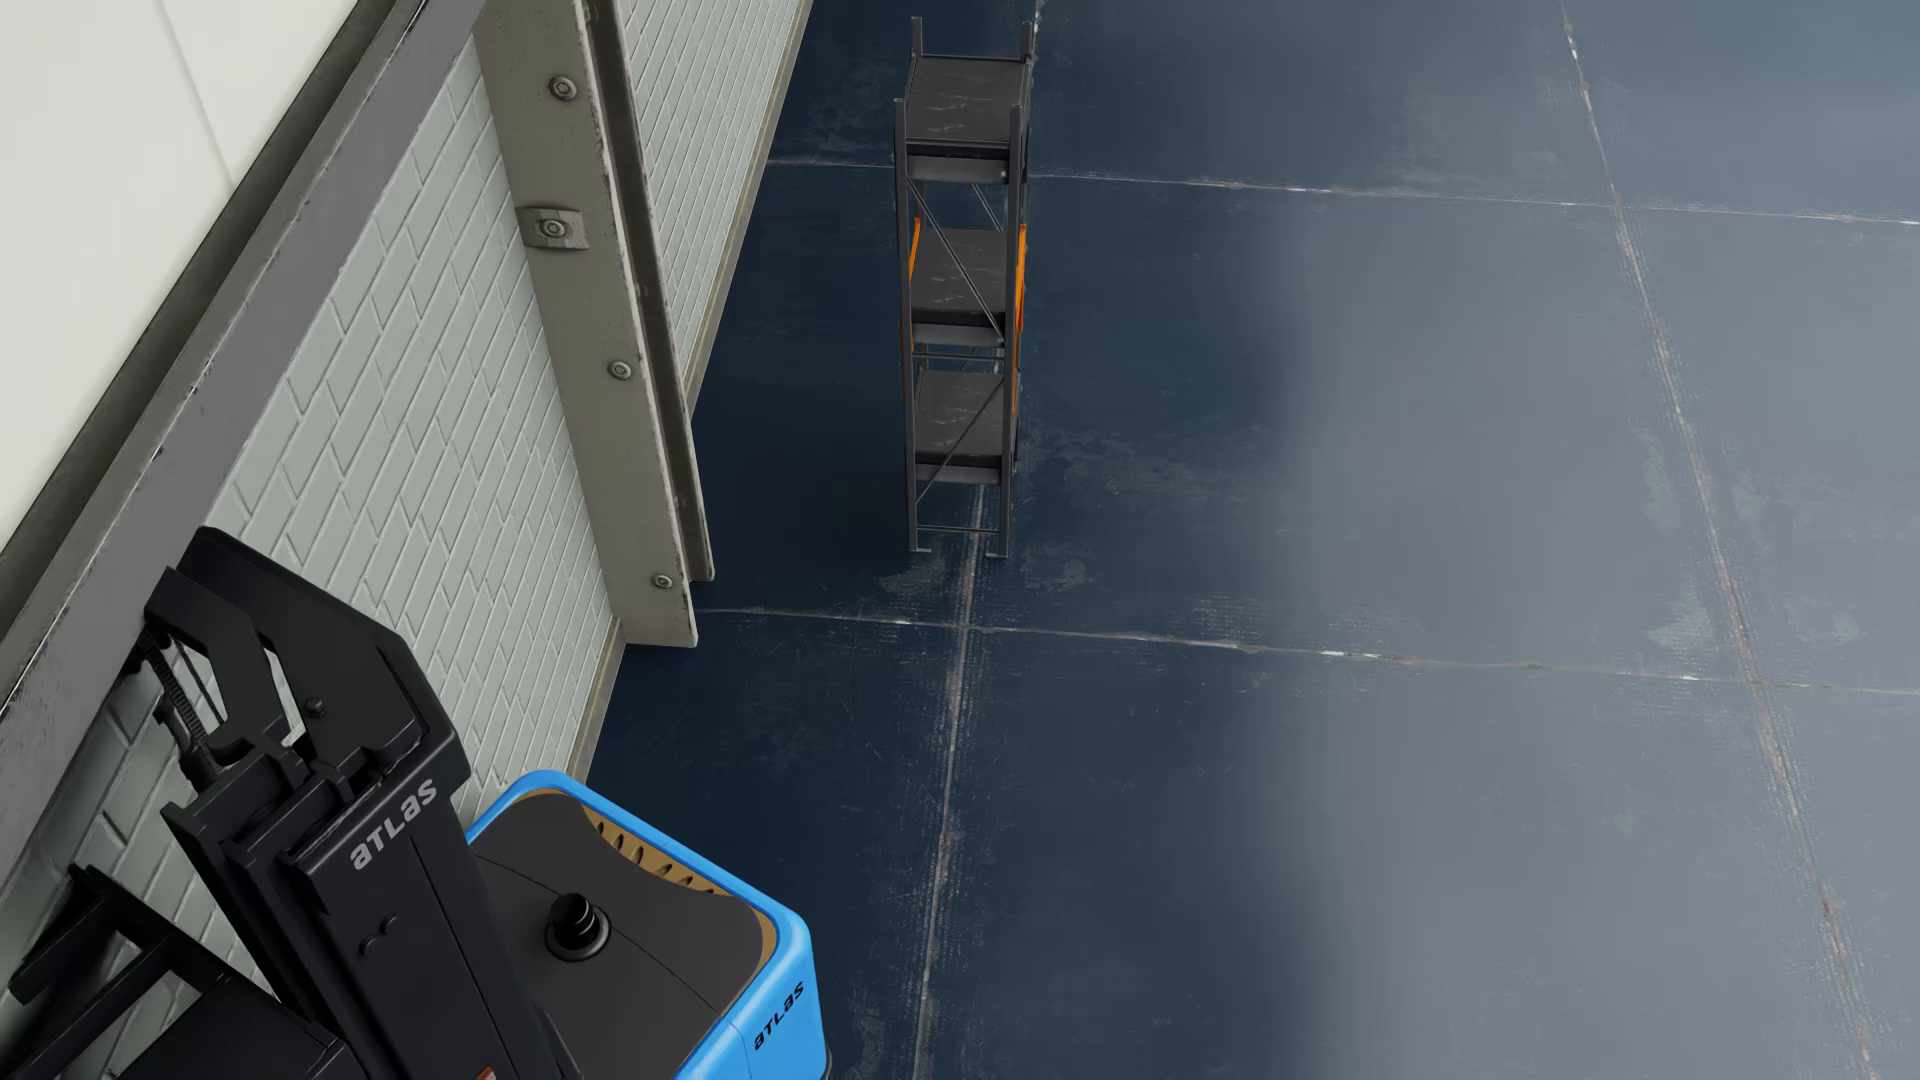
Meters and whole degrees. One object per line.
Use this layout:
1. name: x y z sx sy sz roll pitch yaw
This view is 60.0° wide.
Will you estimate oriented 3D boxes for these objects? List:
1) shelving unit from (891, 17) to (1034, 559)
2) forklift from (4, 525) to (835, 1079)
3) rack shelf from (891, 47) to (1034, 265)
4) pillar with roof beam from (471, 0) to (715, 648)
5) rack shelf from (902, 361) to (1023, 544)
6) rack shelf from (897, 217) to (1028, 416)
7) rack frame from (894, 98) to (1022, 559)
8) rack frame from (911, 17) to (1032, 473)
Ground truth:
1. shelving unit: 0.015 -0.830 6.112 0.431 2.100 0.503 4 48 4
2. forklift: -1.604 1.473 3.442 1.130 2.935 3.031 26 52 22
3. rack shelf: 0.015 -1.294 5.606 0.431 0.518 0.480 4 48 4
4. pillar with roof beam: 3.134 -2.489 2.954 9.100 9.000 0.400 4 48 4
5. rack shelf: 0.015 -0.349 6.639 0.431 0.518 0.480 4 48 4
6. rack shelf: 0.015 -0.821 6.122 0.431 0.518 0.480 4 48 4
7. rack frame: -0.007 -0.651 5.948 0.400 2.100 0.015 4 48 4
8. rack frame: 0.037 -1.010 6.276 0.400 2.100 0.015 4 48 4
